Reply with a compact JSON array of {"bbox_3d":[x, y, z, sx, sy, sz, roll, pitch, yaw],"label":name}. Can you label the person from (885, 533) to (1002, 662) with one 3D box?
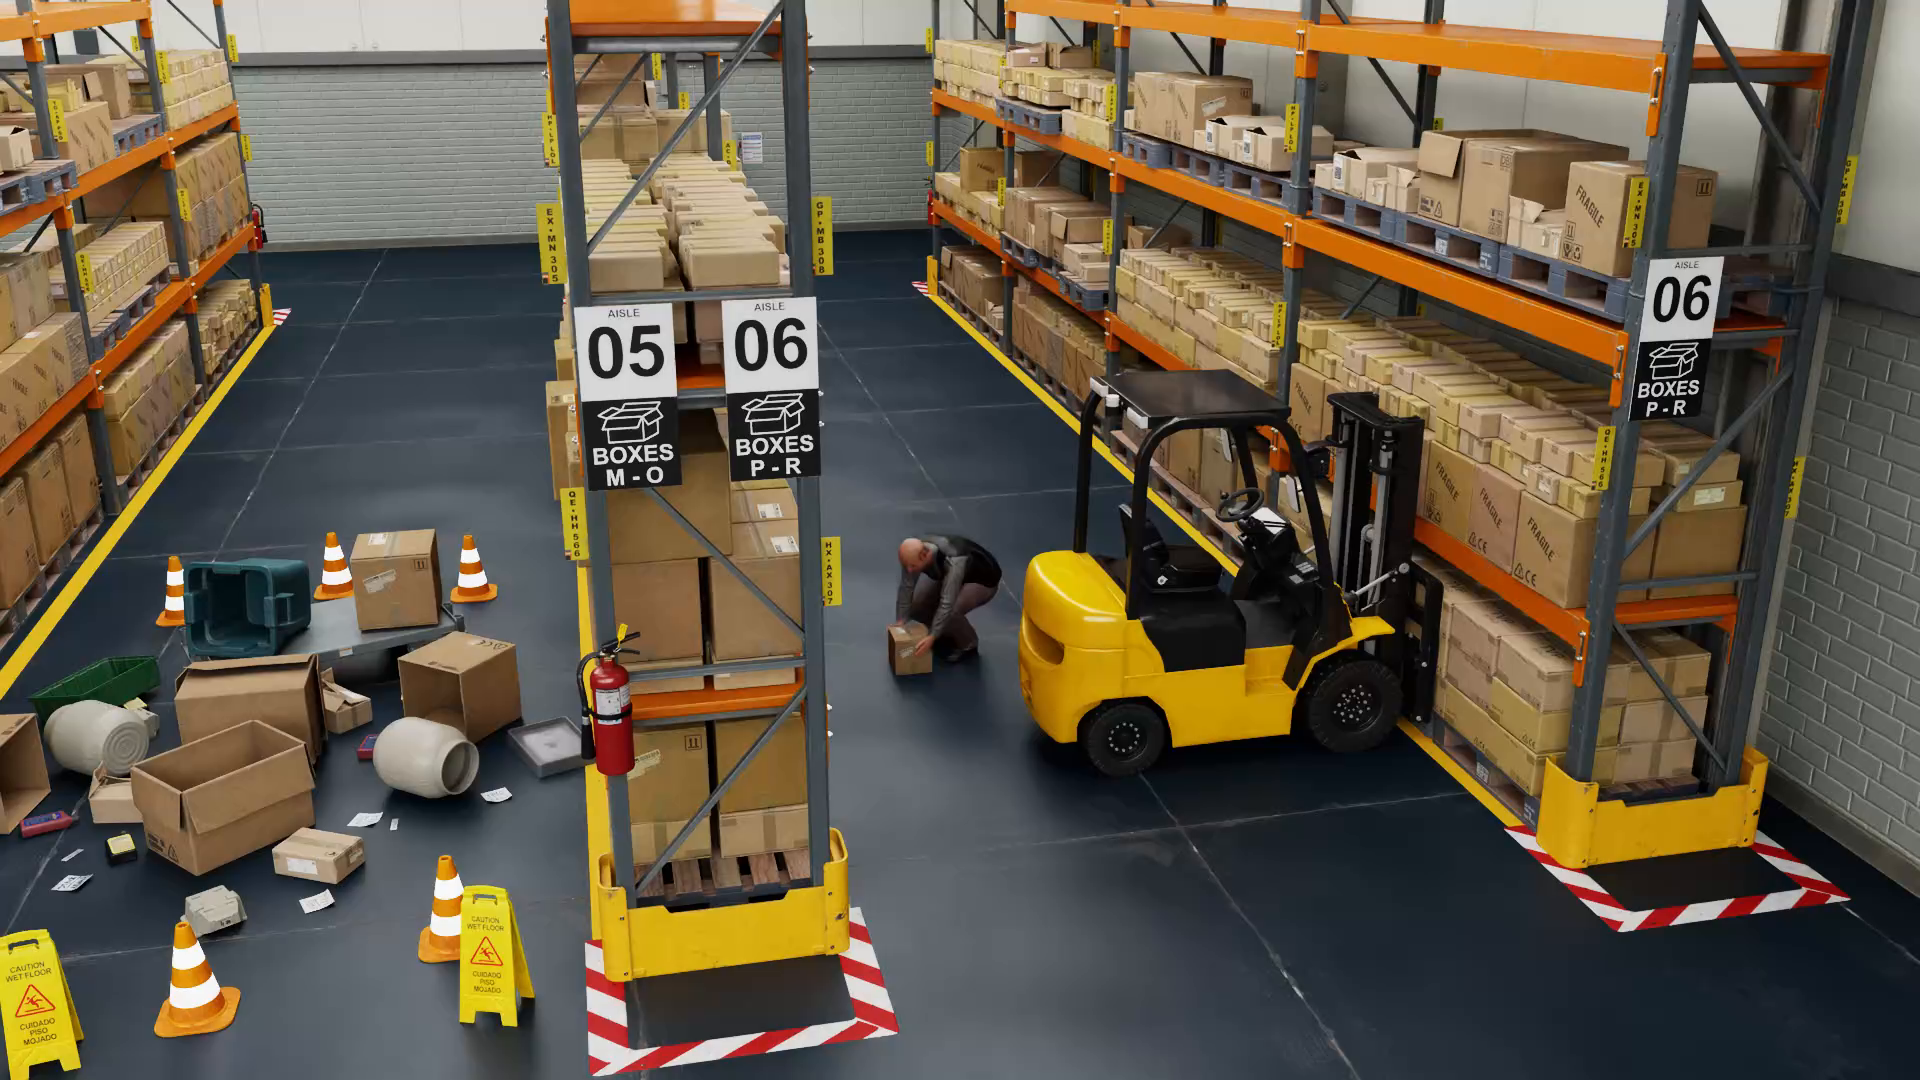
[{"bbox_3d":[-0.097,0.351,11.286,0.861,0.945,0.543,-17,26,-40],"label":"person"}]
